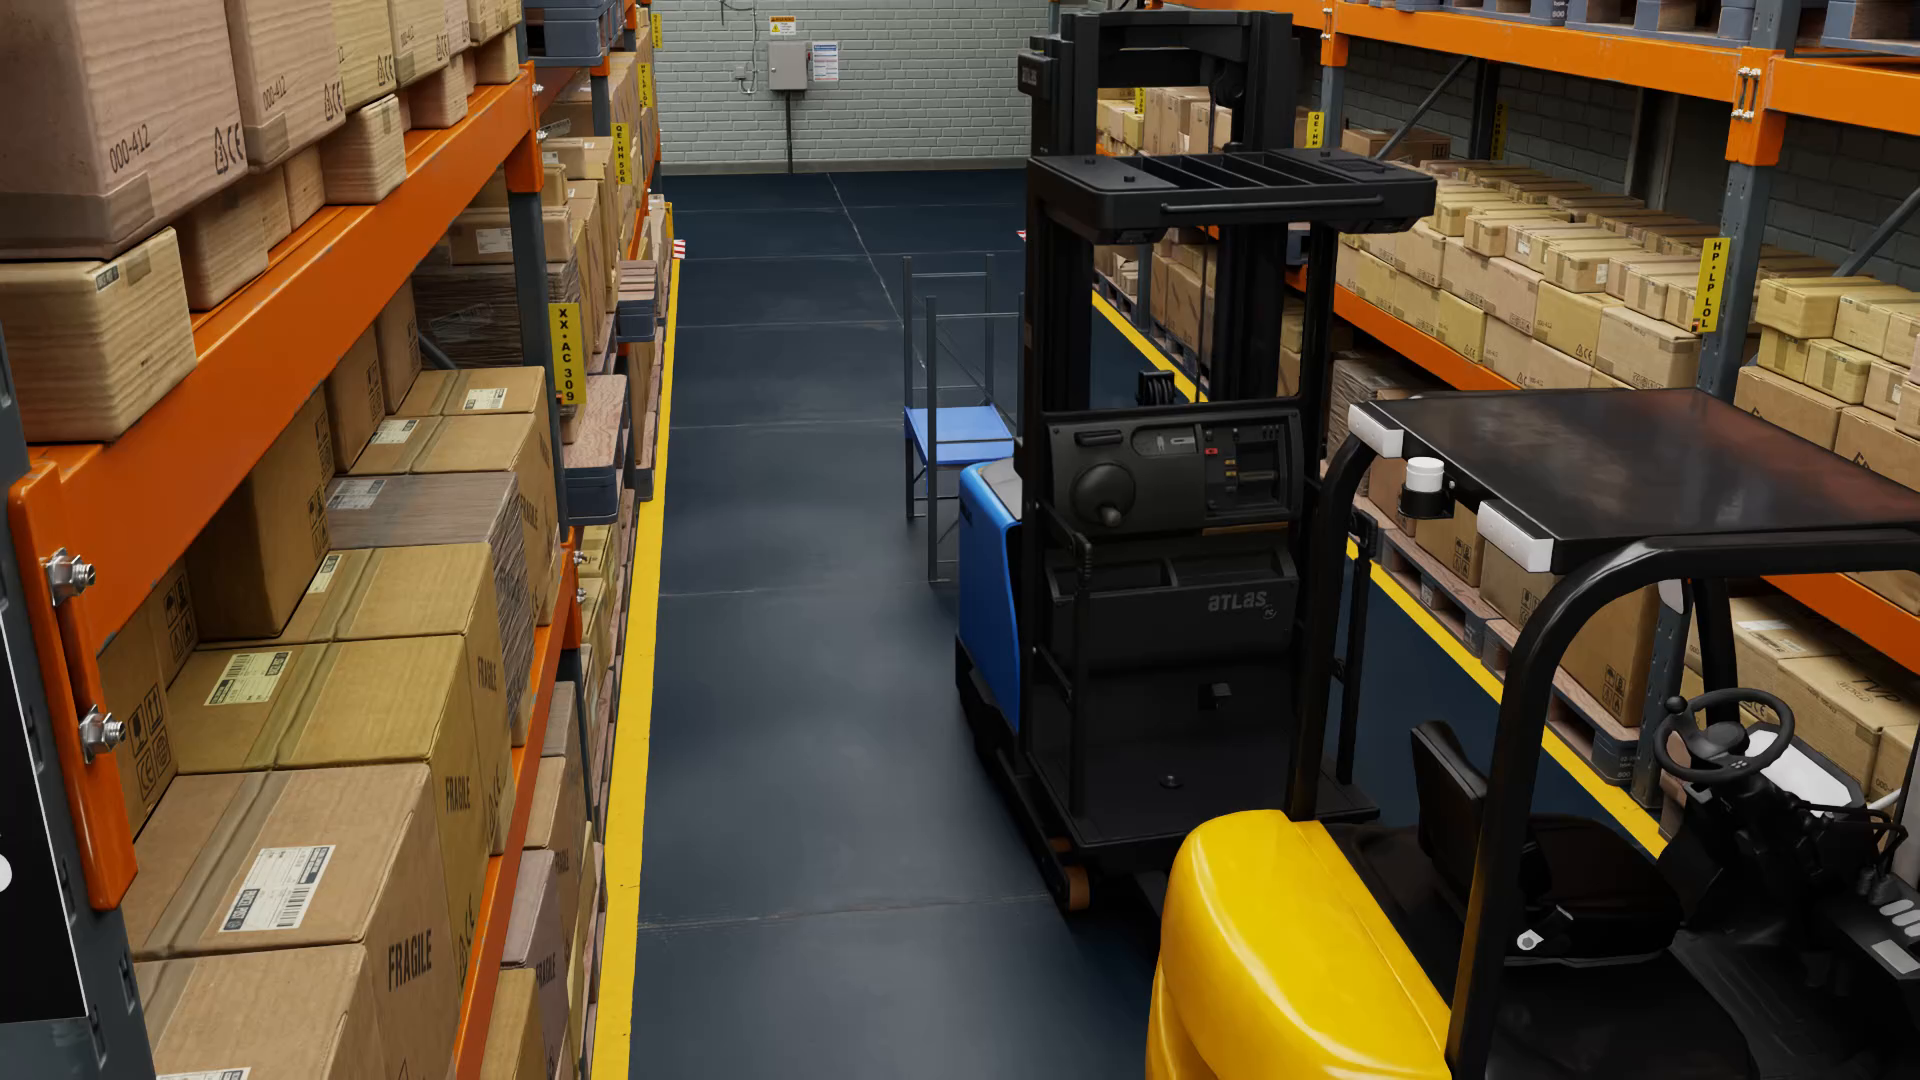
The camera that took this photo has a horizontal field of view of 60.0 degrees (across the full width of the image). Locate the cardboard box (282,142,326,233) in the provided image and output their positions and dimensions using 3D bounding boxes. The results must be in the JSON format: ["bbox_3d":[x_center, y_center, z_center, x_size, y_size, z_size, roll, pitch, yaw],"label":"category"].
[{"bbox_3d":[-1.165,-0.543,2.455,0.380,0.149,0.250,-4,21,-9],"label":"cardboard box"}]

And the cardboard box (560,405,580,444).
[{"bbox_3d":[-1.549,-0.439,5.864,0.380,0.149,0.250,-3,21,-7],"label":"cardboard box"}]

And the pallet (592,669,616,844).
[{"bbox_3d":[-1.896,0.884,6.548,1.003,0.211,1.213,-3,21,-8],"label":"pallet"}]

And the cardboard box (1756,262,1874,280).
[{"bbox_3d":[3.304,-0.983,6.492,0.380,0.149,0.250,-4,21,-10],"label":"cardboard box"}]

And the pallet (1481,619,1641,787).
[{"bbox_3d":[2.985,0.648,7.178,1.003,0.211,1.213,-3,21,-8],"label":"pallet"}]

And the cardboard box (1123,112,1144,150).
[{"bbox_3d":[1.661,-3.408,13.842,0.500,0.250,0.500,-2,21,-6],"label":"cardboard box"}]

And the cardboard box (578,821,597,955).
[{"bbox_3d":[-1.431,1.129,5.235,0.500,0.250,0.500,-2,21,-5],"label":"cardboard box"}]

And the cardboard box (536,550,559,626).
[{"bbox_3d":[-1.391,0.147,4.896,0.380,0.149,0.250,-2,21,-7],"label":"cardboard box"}]

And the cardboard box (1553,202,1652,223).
[{"bbox_3d":[3.040,-1.507,7.895,0.380,0.149,0.250,-2,21,-6],"label":"cardboard box"}]

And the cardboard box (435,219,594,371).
[{"bbox_3d":[-1.639,-0.886,6.133,0.500,0.500,0.500,-3,21,-8],"label":"cardboard box"}]

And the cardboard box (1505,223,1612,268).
[{"bbox_3d":[2.647,-1.303,7.349,0.380,0.149,0.250,-3,21,-7],"label":"cardboard box"}]

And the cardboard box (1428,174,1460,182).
[{"bbox_3d":[2.409,-1.835,8.772,0.380,0.149,0.250,-2,21,-6],"label":"cardboard box"}]

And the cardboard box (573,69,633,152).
[{"bbox_3d":[-2.397,-2.762,10.753,0.500,0.500,0.500,-3,21,-7],"label":"cardboard box"}]

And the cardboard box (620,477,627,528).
[{"bbox_3d":[-2.287,-0.308,8.908,0.950,0.372,0.625,-4,21,-11],"label":"cardboard box"}]

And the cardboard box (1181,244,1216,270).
[{"bbox_3d":[1.929,-2.186,12.828,0.380,0.149,0.250,-4,21,-11],"label":"cardboard box"}]

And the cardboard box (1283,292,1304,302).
[{"bbox_3d":[2.173,-1.557,11.144,0.380,0.149,0.250,-2,21,-6],"label":"cardboard box"}]

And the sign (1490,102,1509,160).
[{"bbox_3d":[3.101,-2.361,9.596,0.100,0.325,0.005,-3,21,-8],"label":"sign"}]

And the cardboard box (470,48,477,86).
[{"bbox_3d":[-1.485,-1.255,4.361,0.380,0.149,0.250,-3,21,-7],"label":"cardboard box"}]

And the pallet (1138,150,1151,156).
[{"bbox_3d":[1.983,-2.802,12.707,1.003,0.211,1.213,-3,21,-8],"label":"pallet"}]

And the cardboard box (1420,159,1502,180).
[{"bbox_3d":[2.800,-2.038,9.315,0.380,0.149,0.250,-2,21,-6],"label":"cardboard box"}]

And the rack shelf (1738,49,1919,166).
[{"bbox_3d":[3.418,-0.780,3.760,1.077,0.370,4.000,-3,21,-8],"label":"rack shelf"}]

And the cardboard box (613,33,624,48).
[{"bbox_3d":[-2.724,-3.864,12.777,0.380,0.149,0.250,-3,21,-9],"label":"cardboard box"}]

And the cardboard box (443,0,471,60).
[{"bbox_3d":[-1.319,-1.136,3.472,0.500,0.250,0.500,-3,21,-9],"label":"cardboard box"}]

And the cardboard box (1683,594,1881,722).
[{"bbox_3d":[2.889,0.402,5.754,0.500,0.250,0.500,-3,21,-9],"label":"cardboard box"}]

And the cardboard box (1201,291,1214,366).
[{"bbox_3d":[2.046,-1.485,11.877,0.500,0.500,0.500,-4,21,-10],"label":"cardboard box"}]

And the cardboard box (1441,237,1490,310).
[{"bbox_3d":[2.602,-1.256,7.793,0.500,0.250,0.500,-3,21,-7],"label":"cardboard box"}]

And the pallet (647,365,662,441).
[{"bbox_3d":[-2.570,-0.930,11.404,1.003,0.211,1.213,-3,21,-8],"label":"pallet"}]

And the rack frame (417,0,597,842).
[{"bbox_3d":[-1.782,-0.153,5.339,1.000,3.000,0.127,-3,21,-8],"label":"rack frame"}]

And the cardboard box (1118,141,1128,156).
[{"bbox_3d":[1.560,-3.332,14.210,0.380,0.149,0.250,-2,21,-6],"label":"cardboard box"}]

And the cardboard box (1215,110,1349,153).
[{"bbox_3d":[2.134,-2.591,11.117,0.797,0.503,0.637,-3,21,-9],"label":"cardboard box"}]

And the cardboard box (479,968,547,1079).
[{"bbox_3d":[-1.196,1.316,3.664,0.500,0.500,0.500,-3,21,-7],"label":"cardboard box"}]

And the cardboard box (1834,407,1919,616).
[{"bbox_3d":[3.026,-0.105,5.068,0.500,0.500,0.500,-3,21,-7],"label":"cardboard box"}]

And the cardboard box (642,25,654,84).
[{"bbox_3d":[-3.102,-4.489,15.375,0.500,0.500,0.500,-3,21,-8],"label":"cardboard box"}]

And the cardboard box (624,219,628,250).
[{"bbox_3d":[-2.272,-1.827,10.034,0.500,0.250,0.500,-4,21,-9],"label":"cardboard box"}]

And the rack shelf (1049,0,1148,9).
[{"bbox_3d":[1.688,-4.935,14.884,1.077,0.370,4.000,-3,21,-8],"label":"rack shelf"}]

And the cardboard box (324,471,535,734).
[{"bbox_3d":[-1.312,0.159,3.934,0.500,0.500,0.500,-2,21,-6],"label":"cardboard box"}]

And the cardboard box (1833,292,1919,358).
[{"bbox_3d":[3.026,-0.684,5.266,0.380,0.149,0.250,-3,21,-7],"label":"cardboard box"}]

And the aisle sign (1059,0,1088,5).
[{"bbox_3d":[1.099,-5.786,16.705,0.394,0.787,0.004,-3,21,-8],"label":"aisle sign"}]

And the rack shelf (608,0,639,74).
[{"bbox_3d":[-2.647,-3.299,10.502,1.077,0.370,4.000,-3,21,-8],"label":"rack shelf"}]

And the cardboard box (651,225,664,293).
[{"bbox_3d":[-3.049,-2.452,14.556,0.875,0.438,0.875,-4,21,-9],"label":"cardboard box"}]

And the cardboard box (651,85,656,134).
[{"bbox_3d":[-3.039,-3.849,15.091,0.500,0.500,0.500,-2,21,-6],"label":"cardboard box"}]

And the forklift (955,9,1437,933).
[{"bbox_3d":[0.816,-0.231,5.644,1.130,2.935,3.031,-5,21,-12],"label":"forklift"}]

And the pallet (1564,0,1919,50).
[{"bbox_3d":[2.989,-2.025,6.337,0.805,0.209,1.217,-4,21,-10],"label":"pallet"}]

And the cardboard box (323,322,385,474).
[{"bbox_3d":[-1.881,-0.466,4.181,0.700,0.500,0.500,-3,21,-7],"label":"cardboard box"}]

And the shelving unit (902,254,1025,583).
[{"bbox_3d":[0.012,-0.673,8.875,0.538,1.500,1.048,-3,21,-8],"label":"shelving unit"}]

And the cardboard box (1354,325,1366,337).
[{"bbox_3d":[2.774,-1.409,10.746,0.380,0.149,0.250,-2,21,-6],"label":"cardboard box"}]

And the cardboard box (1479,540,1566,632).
[{"bbox_3d":[2.939,0.062,7.557,0.875,0.625,0.625,-3,21,-8],"label":"cardboard box"}]

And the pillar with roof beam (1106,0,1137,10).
[{"bbox_3d":[-2.357,-8.132,18.127,9.100,9.000,0.400,-3,21,-8],"label":"pillar with roof beam"}]

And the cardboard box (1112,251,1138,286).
[{"bbox_3d":[1.554,-2.392,14.641,0.396,0.266,0.258,-2,21,-6],"label":"cardboard box"}]

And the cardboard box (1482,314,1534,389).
[{"bbox_3d":[2.679,-0.843,7.400,0.500,0.250,0.500,-3,21,-7],"label":"cardboard box"}]

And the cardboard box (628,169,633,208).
[{"bbox_3d":[-2.320,-2.242,10.432,0.500,0.250,0.500,-3,21,-8],"label":"cardboard box"}]

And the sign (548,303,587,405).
[{"bbox_3d":[-1.246,-0.589,5.268,0.100,0.325,0.005,-3,21,-8],"label":"sign"}]
